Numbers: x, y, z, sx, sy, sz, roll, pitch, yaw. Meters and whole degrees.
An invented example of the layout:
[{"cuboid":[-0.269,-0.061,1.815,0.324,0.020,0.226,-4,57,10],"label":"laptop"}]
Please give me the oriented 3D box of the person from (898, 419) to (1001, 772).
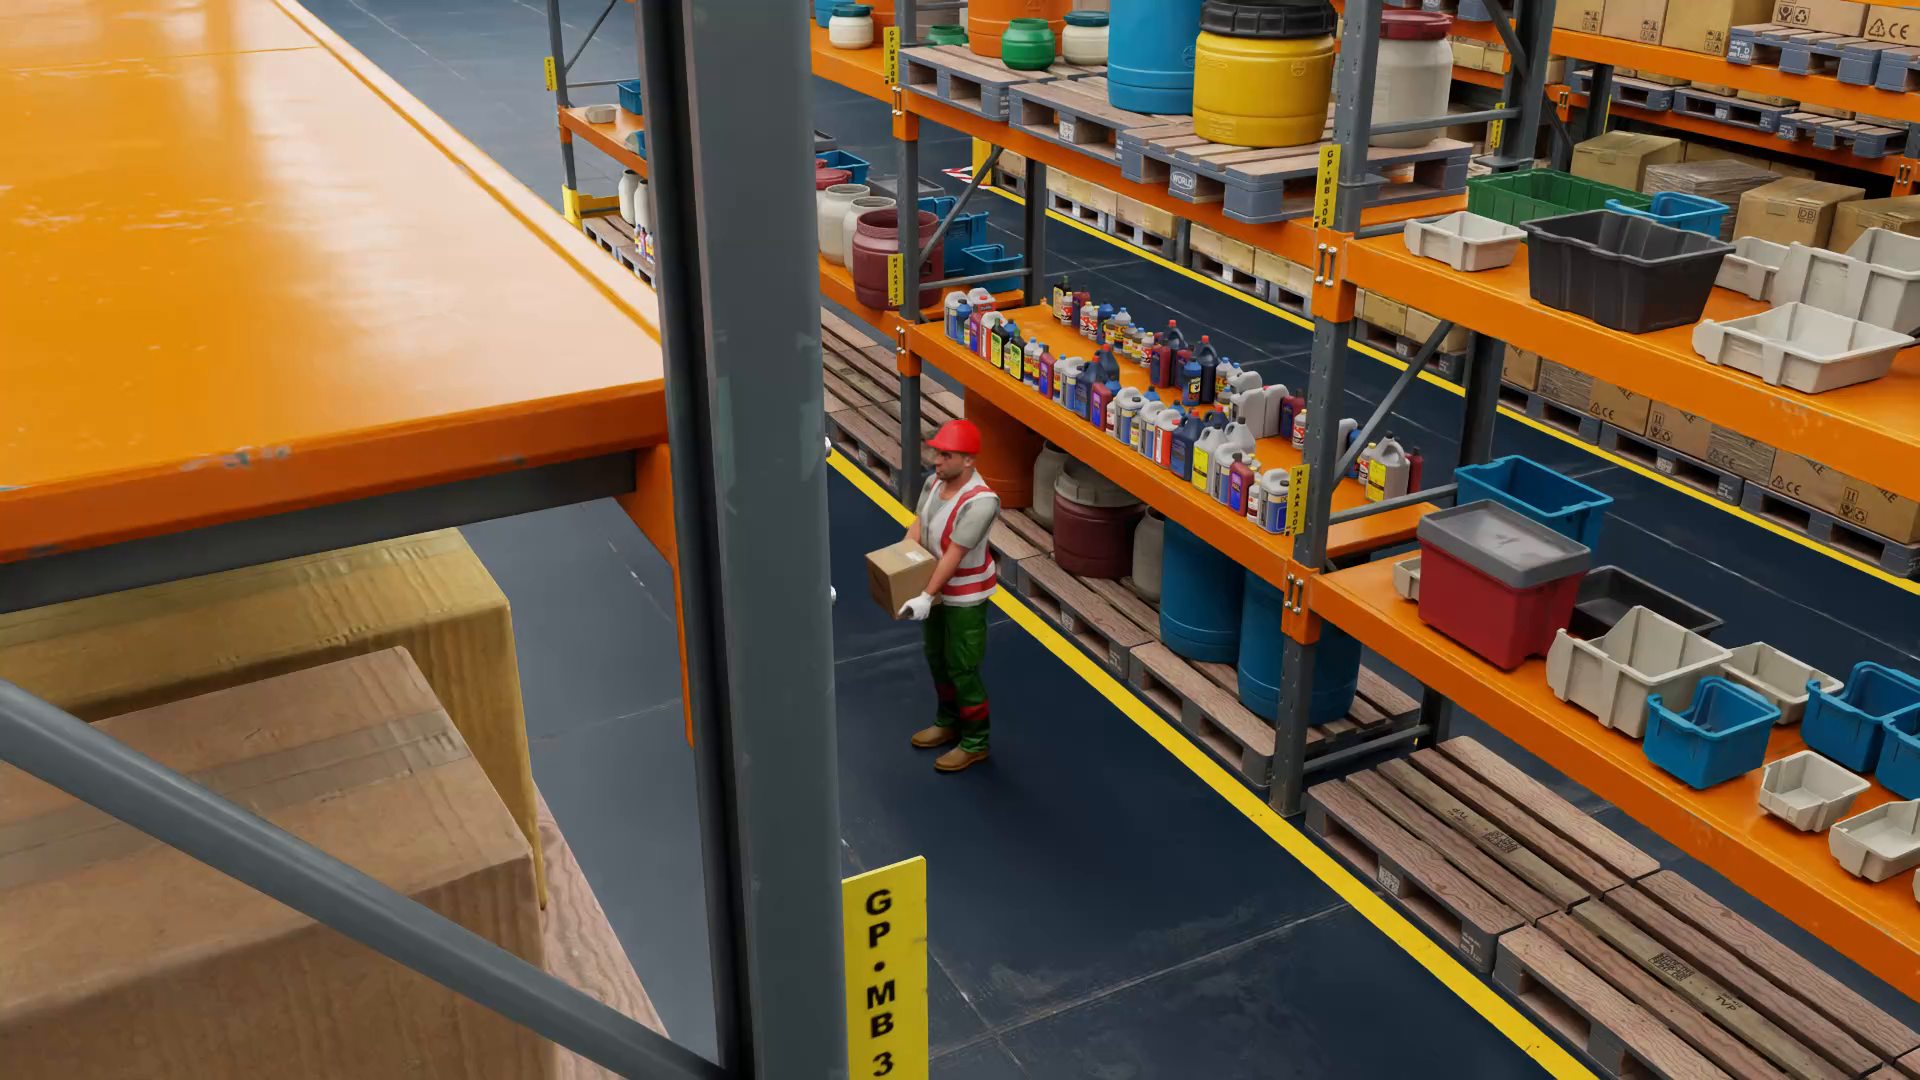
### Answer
[{"cuboid":[-0.104,0.279,7.992,0.554,1.786,0.495,-13,28,-26],"label":"person"}]
